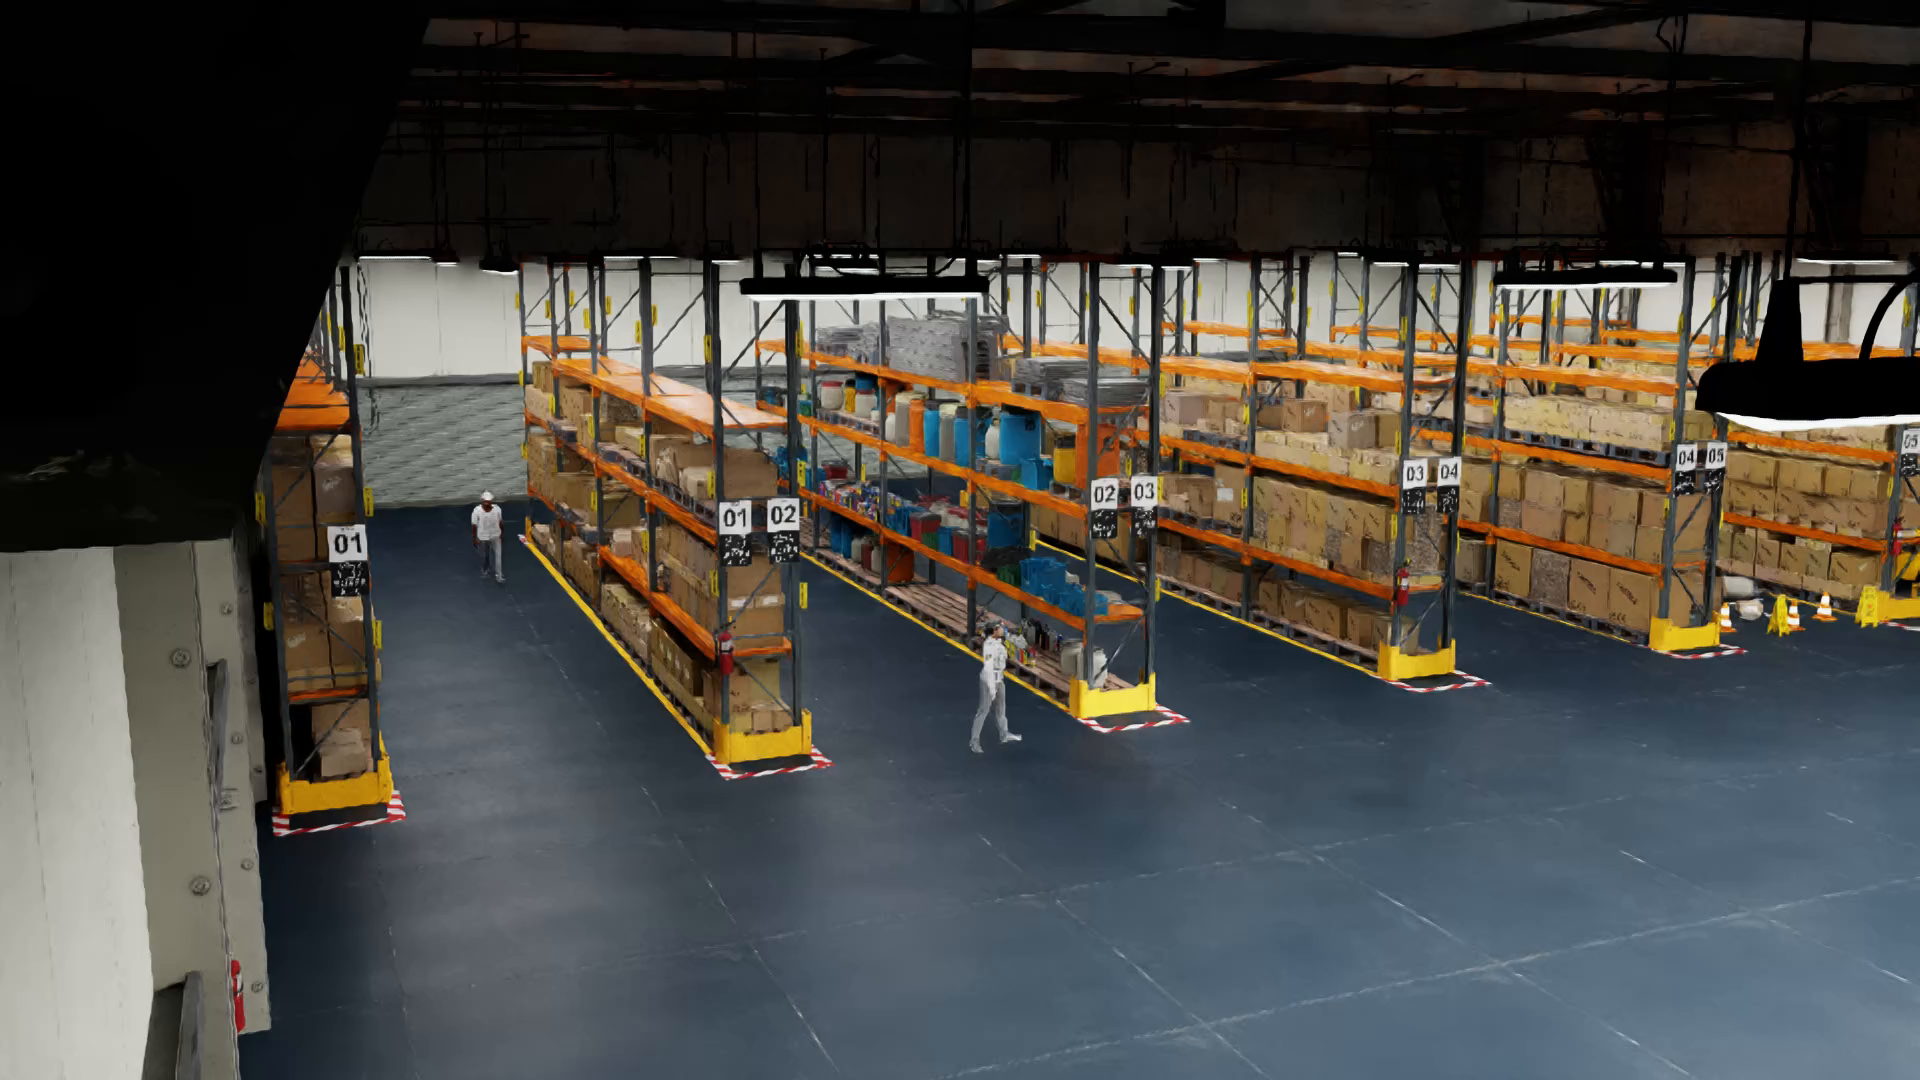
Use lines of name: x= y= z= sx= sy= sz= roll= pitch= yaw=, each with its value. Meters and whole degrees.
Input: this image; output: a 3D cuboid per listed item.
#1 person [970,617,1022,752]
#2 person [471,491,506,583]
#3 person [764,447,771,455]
person: x=0.433 y=1.761 z=20.712 sx=0.546 sy=1.672 sz=0.685 roll=3 pitch=11 yaw=17
person: x=-8.703 y=-0.074 z=30.685 sx=0.577 sy=1.691 sz=1.114 roll=-4 pitch=11 yaw=-20
person: x=-4.414 y=-1.333 z=37.842 sx=0.526 sy=1.586 sz=0.636 roll=2 pitch=11 yaw=11
